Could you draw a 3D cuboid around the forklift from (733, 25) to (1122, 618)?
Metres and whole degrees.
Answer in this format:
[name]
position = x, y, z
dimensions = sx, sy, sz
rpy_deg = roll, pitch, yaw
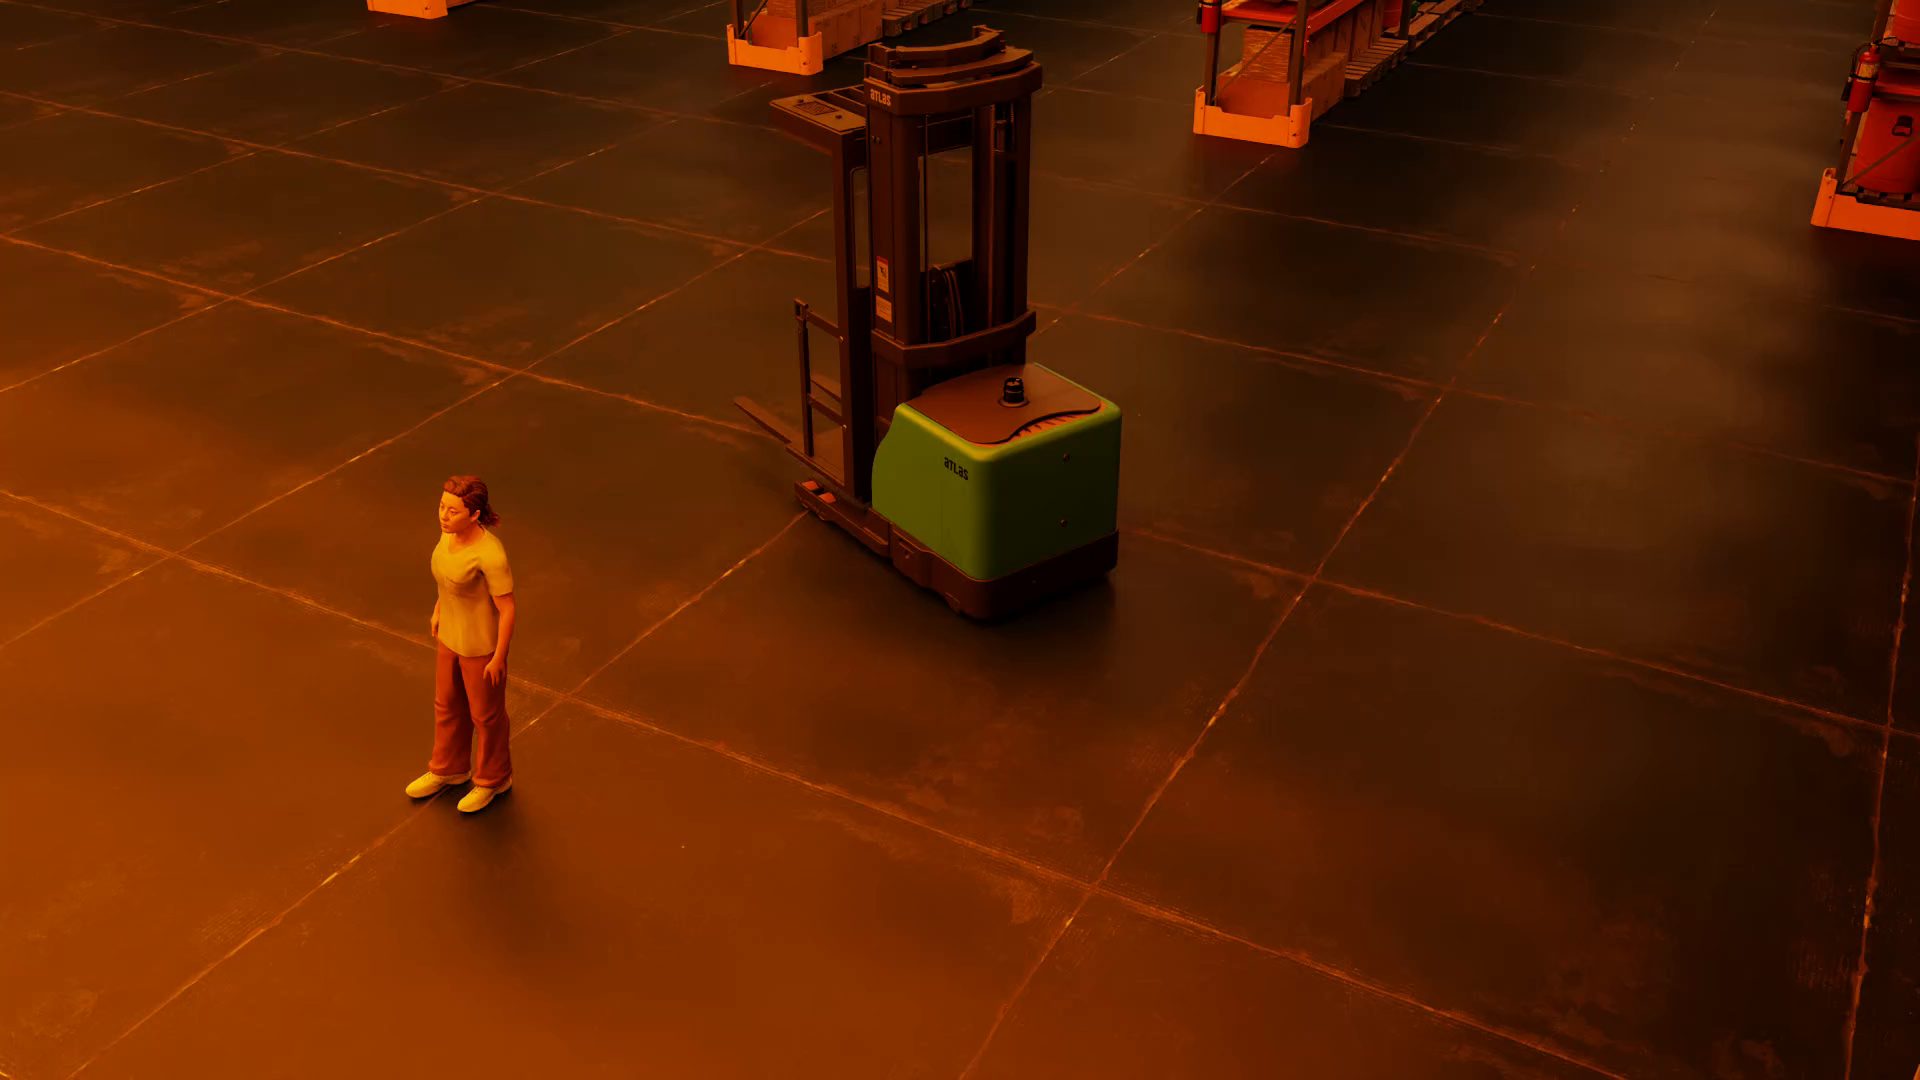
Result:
[forklift]
position = -0.369, -1.520, 9.704
dimensions = 1.130, 2.935, 3.031
rpy_deg = -20, 36, -31

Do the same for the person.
[person]
position = -2.252, 0.483, 7.474
dimensions = 0.553, 1.675, 0.549
rpy_deg = 26, 39, 37
